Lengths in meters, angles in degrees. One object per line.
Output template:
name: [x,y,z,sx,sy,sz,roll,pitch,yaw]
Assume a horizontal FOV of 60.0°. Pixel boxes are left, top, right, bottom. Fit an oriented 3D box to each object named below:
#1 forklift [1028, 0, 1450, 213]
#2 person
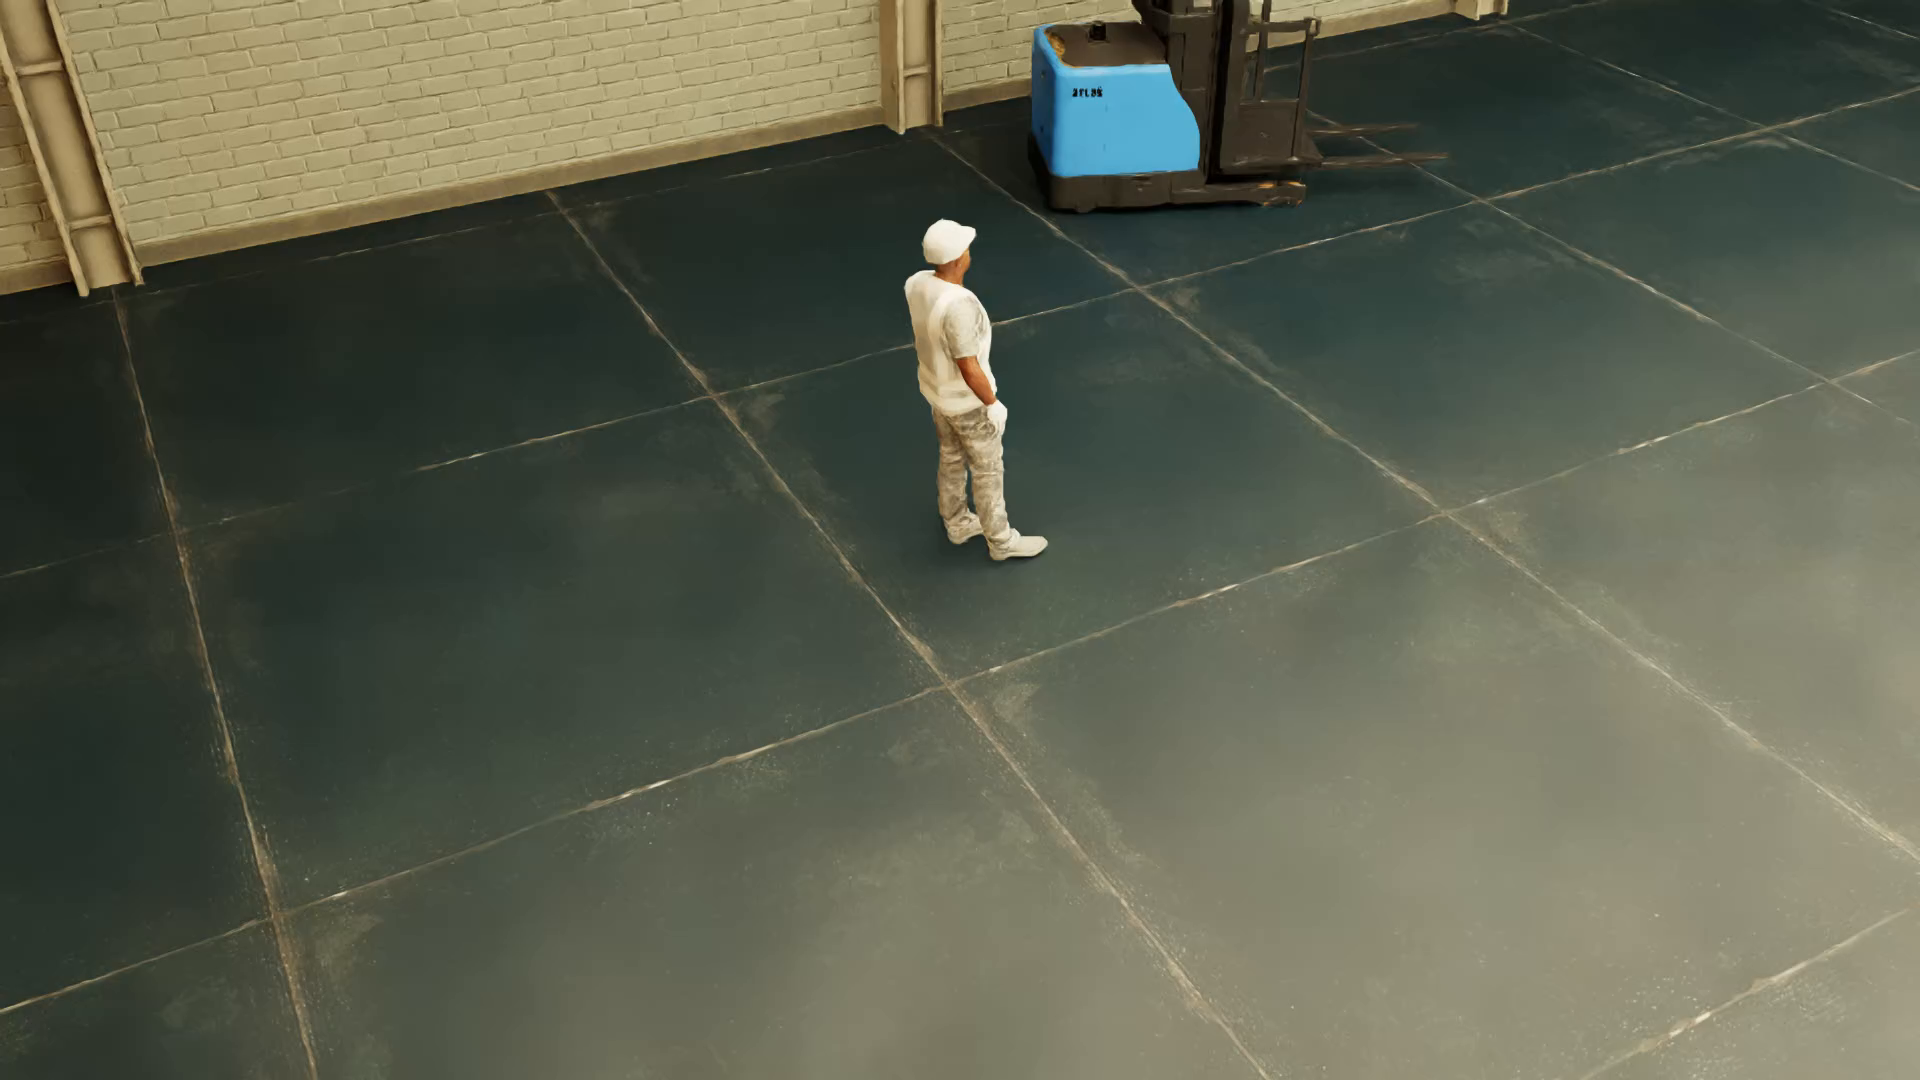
forklift: [2.076,-3.921,11.670,3.031,2.935,1.130,-5,36,-7]
person: [0.067,-0.747,8.167,0.576,1.777,0.655,-17,39,-23]
